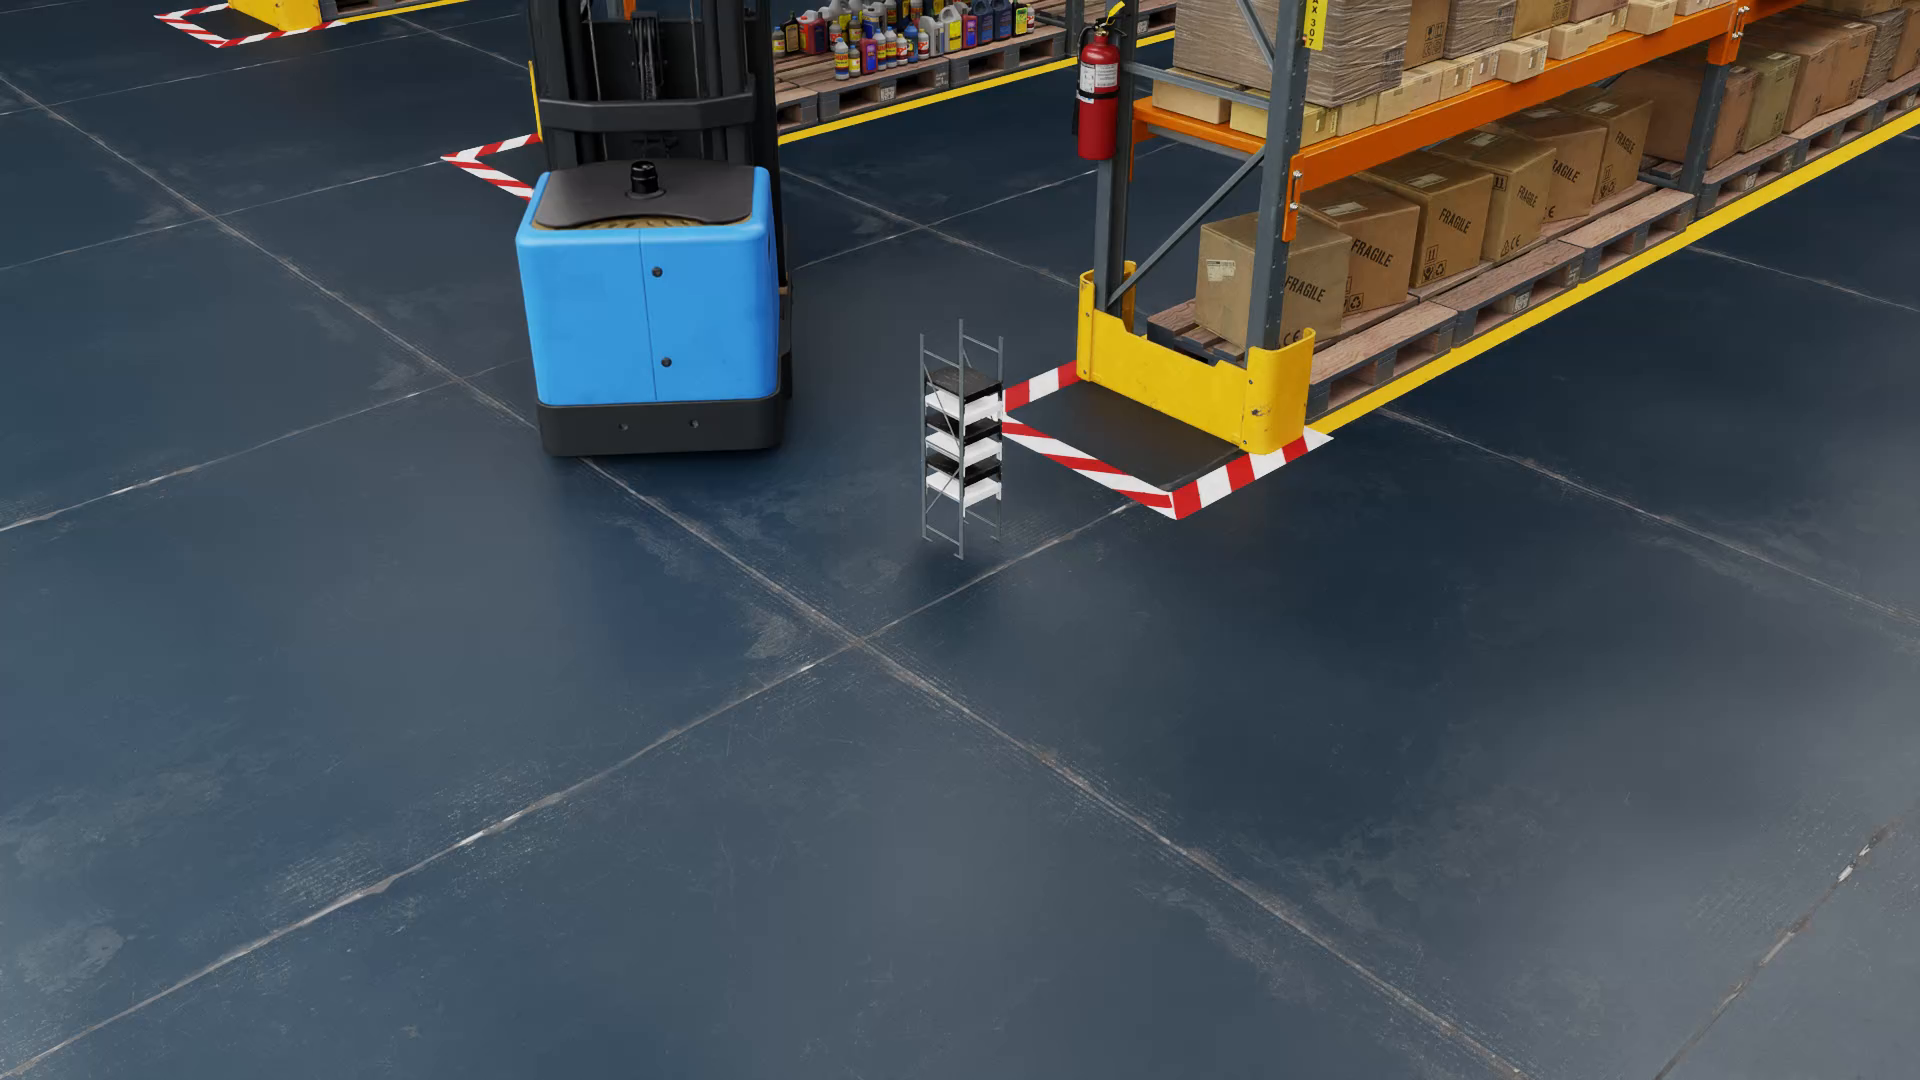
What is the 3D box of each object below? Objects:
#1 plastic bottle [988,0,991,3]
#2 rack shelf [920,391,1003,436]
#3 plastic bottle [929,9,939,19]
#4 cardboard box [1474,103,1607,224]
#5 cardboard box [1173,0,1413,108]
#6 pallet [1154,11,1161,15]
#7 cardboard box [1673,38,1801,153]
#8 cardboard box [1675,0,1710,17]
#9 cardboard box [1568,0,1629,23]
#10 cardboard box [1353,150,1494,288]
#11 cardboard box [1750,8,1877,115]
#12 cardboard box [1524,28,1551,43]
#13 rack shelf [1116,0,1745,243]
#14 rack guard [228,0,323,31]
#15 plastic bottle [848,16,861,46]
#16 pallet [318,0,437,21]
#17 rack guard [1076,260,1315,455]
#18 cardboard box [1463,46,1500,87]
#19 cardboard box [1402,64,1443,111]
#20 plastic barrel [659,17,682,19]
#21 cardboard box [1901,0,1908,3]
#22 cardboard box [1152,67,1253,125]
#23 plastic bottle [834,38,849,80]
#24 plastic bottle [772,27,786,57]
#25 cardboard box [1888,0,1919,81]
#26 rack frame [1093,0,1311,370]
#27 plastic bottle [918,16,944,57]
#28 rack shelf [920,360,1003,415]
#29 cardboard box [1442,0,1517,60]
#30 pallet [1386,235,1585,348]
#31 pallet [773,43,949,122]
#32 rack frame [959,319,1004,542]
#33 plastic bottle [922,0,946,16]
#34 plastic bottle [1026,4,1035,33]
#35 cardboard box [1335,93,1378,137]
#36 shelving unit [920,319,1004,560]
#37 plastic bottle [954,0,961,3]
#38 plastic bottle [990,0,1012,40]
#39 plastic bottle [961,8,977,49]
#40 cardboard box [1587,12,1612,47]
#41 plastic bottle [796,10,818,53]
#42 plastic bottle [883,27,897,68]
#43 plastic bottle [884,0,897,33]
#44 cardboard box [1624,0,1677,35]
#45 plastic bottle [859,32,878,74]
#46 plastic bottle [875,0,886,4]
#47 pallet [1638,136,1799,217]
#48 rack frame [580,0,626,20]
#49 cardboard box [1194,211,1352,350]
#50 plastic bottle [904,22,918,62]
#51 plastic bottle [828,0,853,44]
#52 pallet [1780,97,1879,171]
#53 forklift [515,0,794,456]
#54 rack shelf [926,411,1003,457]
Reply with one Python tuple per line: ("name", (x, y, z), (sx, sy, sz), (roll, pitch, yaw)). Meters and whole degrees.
("plastic bottle", (0.196, -3.987, 12.513), (0.185, 0.351, 0.144), (-26, 40, -35))
("rack shelf", (0.006, -0.512, 6.443), (0.200, 0.077, 0.258), (-26, 40, -35))
("plastic bottle", (-0.173, -3.751, 12.191), (0.133, 0.283, 0.061), (-26, 40, -35))
("cardboard box", (3.202, -2.099, 9.300), (0.500, 0.500, 0.500), (-13, 34, -21))
("cardboard box", (1.426, -2.254, 7.180), (0.500, 0.500, 0.875), (-26, 40, -35))
("pallet", (2.014, -4.752, 14.319), (1.213, 0.211, 1.003), (-26, 40, -35))
("cardboard box", (4.765, -2.811, 10.447), (0.500, 0.500, 0.700), (-26, 40, -36))
("cardboard box", (3.790, -2.938, 8.920), (0.250, 0.149, 0.380), (-26, 40, -35))
("cardboard box", (2.877, -2.972, 8.355), (0.500, 0.500, 0.875), (-26, 40, -35))
("cardboard box", (2.361, -1.667, 8.595), (0.500, 0.500, 0.500), (-22, 38, -31))
("cardboard box", (5.584, -3.208, 11.095), (0.500, 0.500, 0.700), (-22, 38, -32))
("cardboard box", (2.634, -2.437, 8.101), (0.250, 0.149, 0.380), (-26, 40, -35))
("rack shelf", (2.471, -2.302, 8.329), (4.000, 0.370, 1.077), (-26, 40, -35))
("rack guard", (-5.746, -4.616, 13.819), (0.348, 0.500, 1.175), (-26, 40, -35))
("plastic bottle", (-0.777, -3.765, 12.293), (0.097, 0.201, 0.097), (0, 31, 0))
("pallet", (-5.196, -4.788, 14.378), (1.213, 0.211, 1.003), (-26, 40, -35))
("rack guard", (1.060, -0.860, 7.678), (0.348, 0.500, 1.175), (-26, 40, -35))
("cardboard box", (2.287, -2.248, 7.792), (0.250, 0.149, 0.380), (-26, 40, -35))
("cardboard box", (1.935, -2.063, 7.490), (0.250, 0.149, 0.380), (-26, 40, -35))
("plastic barrel", (-1.933, -3.175, 11.049), (0.421, 0.512, 0.421), (0, 31, 0))
("cardboard box", (6.400, -3.929, 11.556), (0.500, 0.250, 0.500), (-24, 39, -34))
("cardboard box", (1.073, -1.973, 7.341), (0.250, 0.149, 0.380), (-26, 40, -35))
("plastic bottle", (-0.822, -3.342, 11.534), (0.097, 0.271, 0.097), (0, 31, 0))
("plastic bottle", (-1.315, -3.607, 12.035), (0.097, 0.201, 0.097), (0, 31, 0))
("cardboard box", (6.393, -3.613, 11.758), (0.700, 0.500, 0.500), (27, 40, 36))
("rack frame", (1.004, -1.900, 6.981), (0.127, 3.000, 1.000), (-26, 40, -35))
("plastic bottle", (-0.206, -3.661, 12.052), (0.135, 0.276, 0.152), (-25, 39, -35))
("rack shelf", (0.006, -0.589, 6.396), (0.200, 0.077, 0.258), (-26, 40, -35))
("cardboard box", (2.107, -2.638, 7.808), (0.500, 0.500, 0.875), (-26, 40, -35))
("pallet", (2.574, -1.442, 8.906), (1.213, 0.211, 1.003), (-26, 40, -35))
("pallet", (-0.846, -3.366, 12.053), (1.213, 0.211, 1.003), (-26, 40, -35))
("rack frame", (0.081, -0.423, 6.579), (0.006, 0.900, 0.240), (-26, 40, -35))
("plastic bottle", (-0.206, -4.088, 12.678), (0.185, 0.351, 0.144), (-26, 40, -35))
("plastic bottle", (0.516, -3.959, 12.610), (0.097, 0.201, 0.097), (0, 31, 0))
("cardboard box", (1.572, -1.884, 7.196), (0.250, 0.149, 0.380), (-26, 40, -35))
("shelving unit", (0.006, -0.387, 6.520), (0.210, 0.900, 0.258), (-26, 40, -35))
("plastic bottle", (-0.036, -4.226, 13.046), (0.097, 0.201, 0.097), (0, 31, 0))
("plastic bottle", (0.294, -3.932, 12.423), (0.185, 0.351, 0.144), (-27, 41, -37))
("plastic bottle", (0.062, -3.762, 12.208), (0.133, 0.283, 0.061), (-23, 38, -32))
("cardboard box", (3.029, -2.598, 8.365), (0.250, 0.149, 0.380), (-26, 40, -35))
("plastic bottle", (-1.111, -3.718, 12.144), (0.135, 0.276, 0.152), (-25, 40, -35))
("plastic bottle", (-0.497, -3.499, 11.791), (0.097, 0.271, 0.097), (0, 31, 0))
("plastic bottle", (-0.525, -3.976, 12.570), (0.097, 0.271, 0.097), (0, 31, 0))
("cardboard box", (3.458, -2.741, 8.597), (0.250, 0.149, 0.380), (-26, 40, -35))
("plastic bottle", (-0.644, -3.420, 11.650), (0.133, 0.283, 0.061), (-25, 39, -35))
("plastic bottle", (-0.592, -4.005, 12.606), (0.133, 0.283, 0.061), (-24, 39, -33))
("pallet", (4.507, -2.406, 10.482), (1.213, 0.211, 1.003), (-26, 40, -35))
("rack frame", (-2.363, -3.794, 10.080), (0.127, 3.000, 1.000), (-26, 40, -35))
("cardboard box", (1.474, -1.228, 7.876), (0.500, 0.500, 0.500), (-18, 36, -27))
("plastic bottle", (-0.349, -3.571, 11.908), (0.097, 0.271, 0.097), (0, 31, 0))
("plastic bottle", (-0.891, -3.860, 12.304), (0.185, 0.351, 0.144), (-24, 39, -34))
("pallet", (5.402, -2.841, 11.193), (1.213, 0.211, 1.003), (-26, 40, -35))
("forklift", (-1.418, -2.356, 7.793), (1.130, 2.935, 3.031), (-2, 32, -4))
("rack shelf", (0.006, -0.435, 6.490), (0.200, 0.077, 0.258), (-26, 40, -35))
